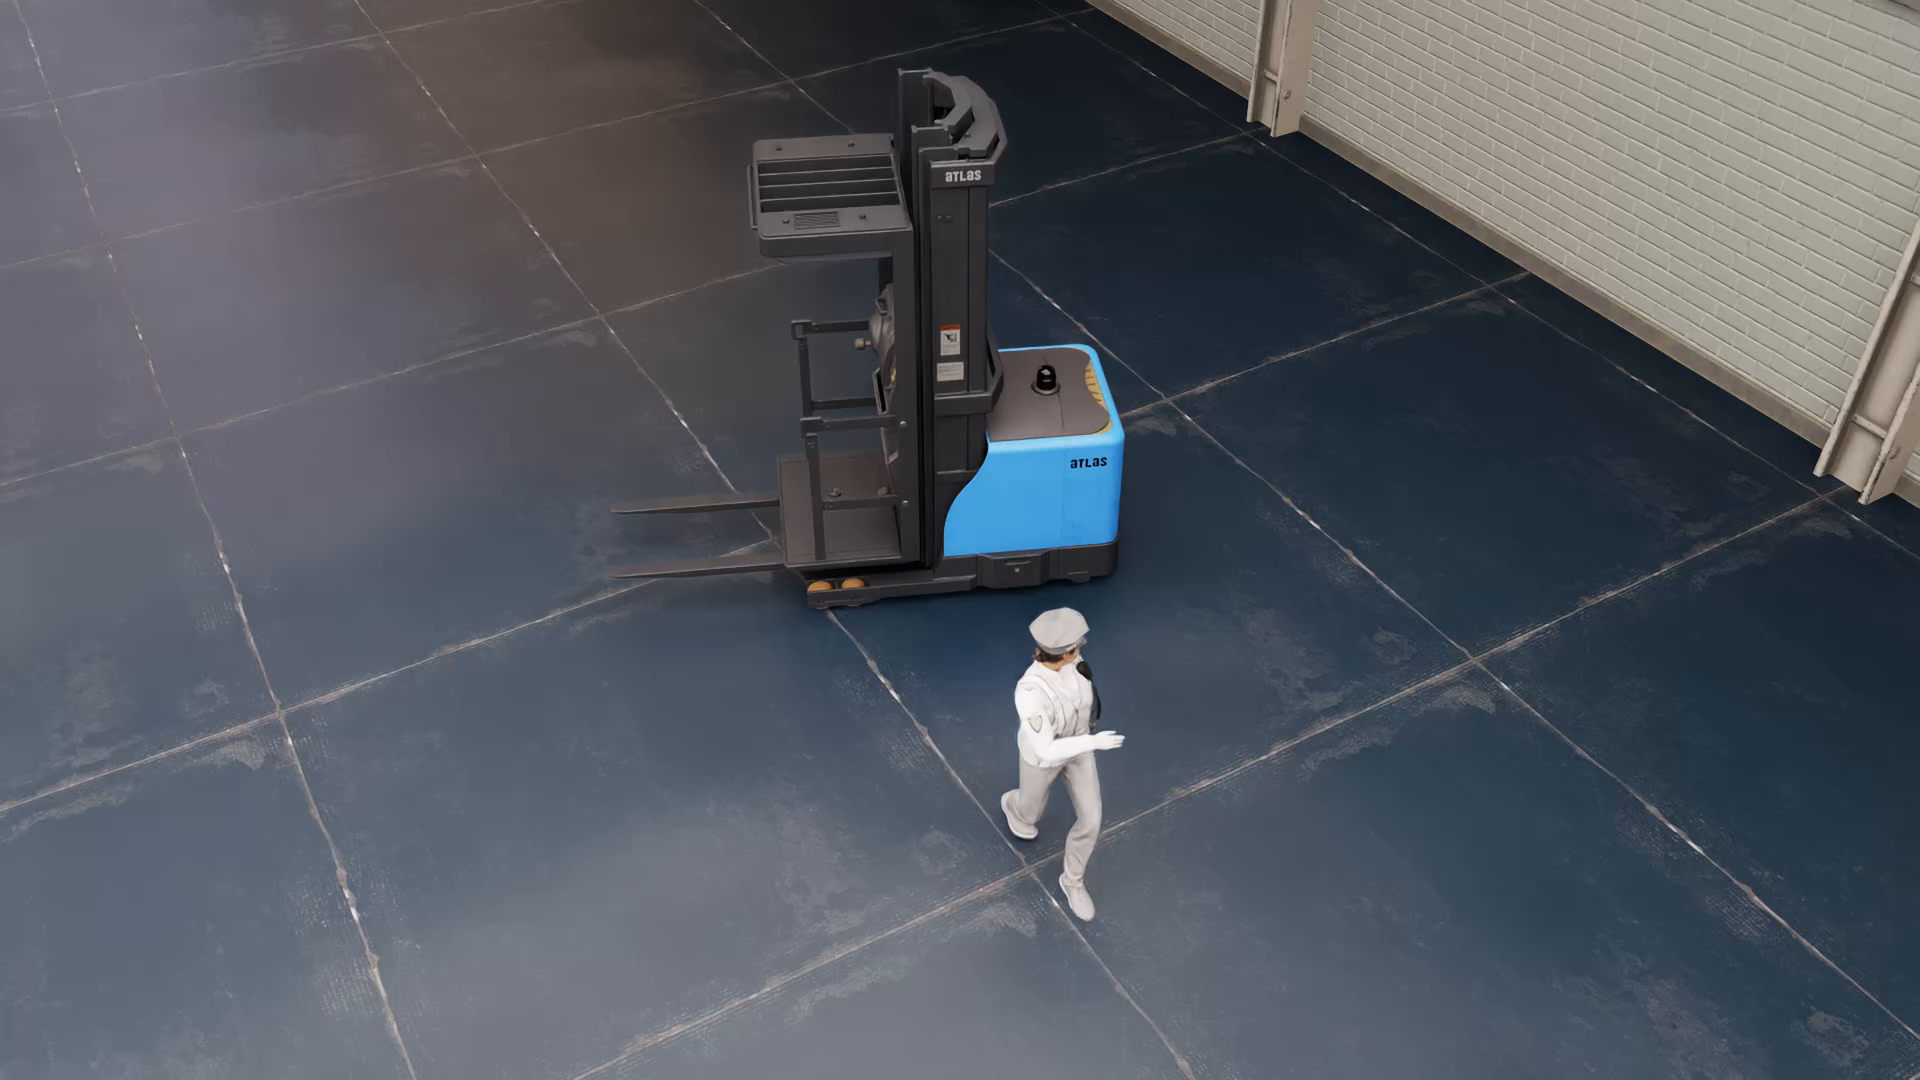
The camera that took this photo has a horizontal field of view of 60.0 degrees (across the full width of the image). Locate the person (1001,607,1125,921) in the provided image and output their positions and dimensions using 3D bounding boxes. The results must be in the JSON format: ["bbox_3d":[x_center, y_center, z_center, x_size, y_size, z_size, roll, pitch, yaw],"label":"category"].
[{"bbox_3d":[0.465,0.998,7.922,0.506,1.599,0.883,-22,44,-24],"label":"person"}]

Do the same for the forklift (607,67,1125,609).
[{"bbox_3d":[-0.607,-1.079,9.337,3.031,2.935,1.130,-5,40,-6],"label":"forklift"}]
